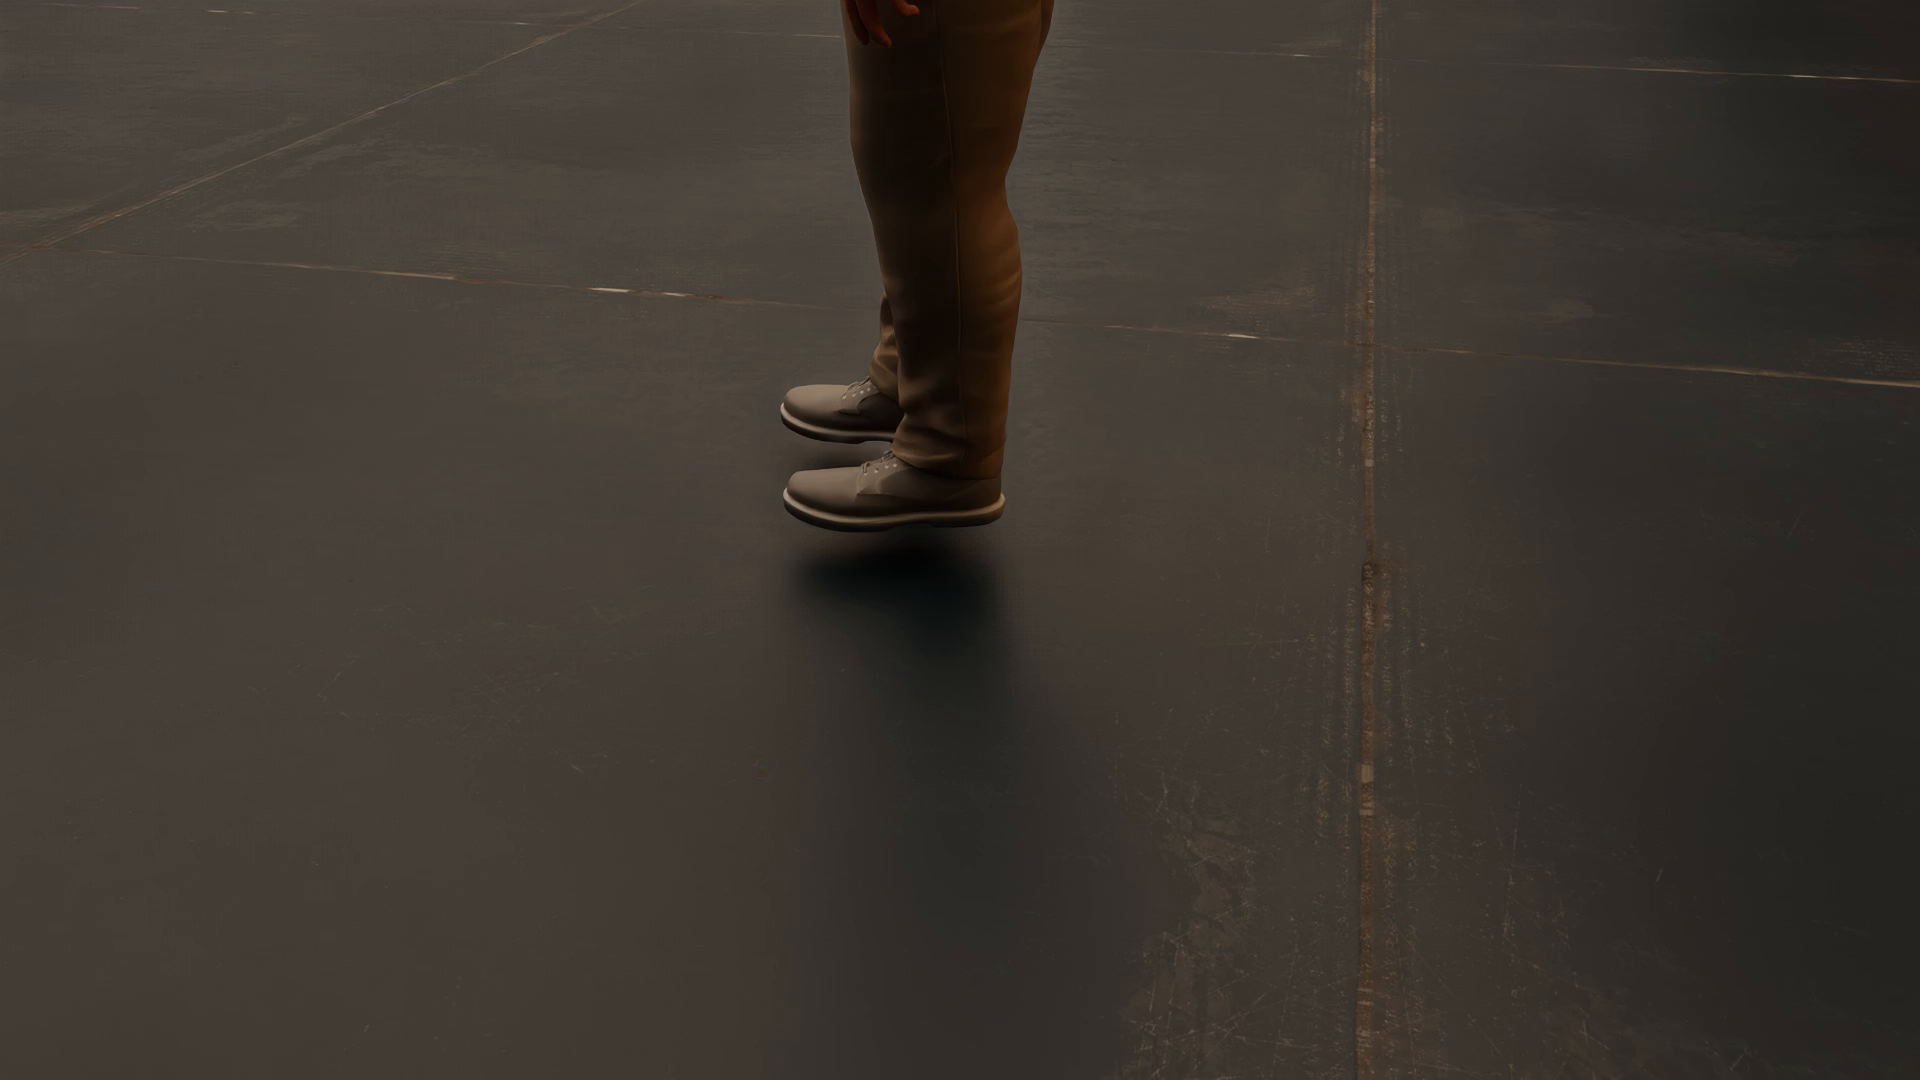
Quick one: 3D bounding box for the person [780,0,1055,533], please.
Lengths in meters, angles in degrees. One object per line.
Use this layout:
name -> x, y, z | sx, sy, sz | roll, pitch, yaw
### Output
person -> -0.085, -0.829, 2.116 | 0.550, 1.727, 0.641 | 6, 27, 11
